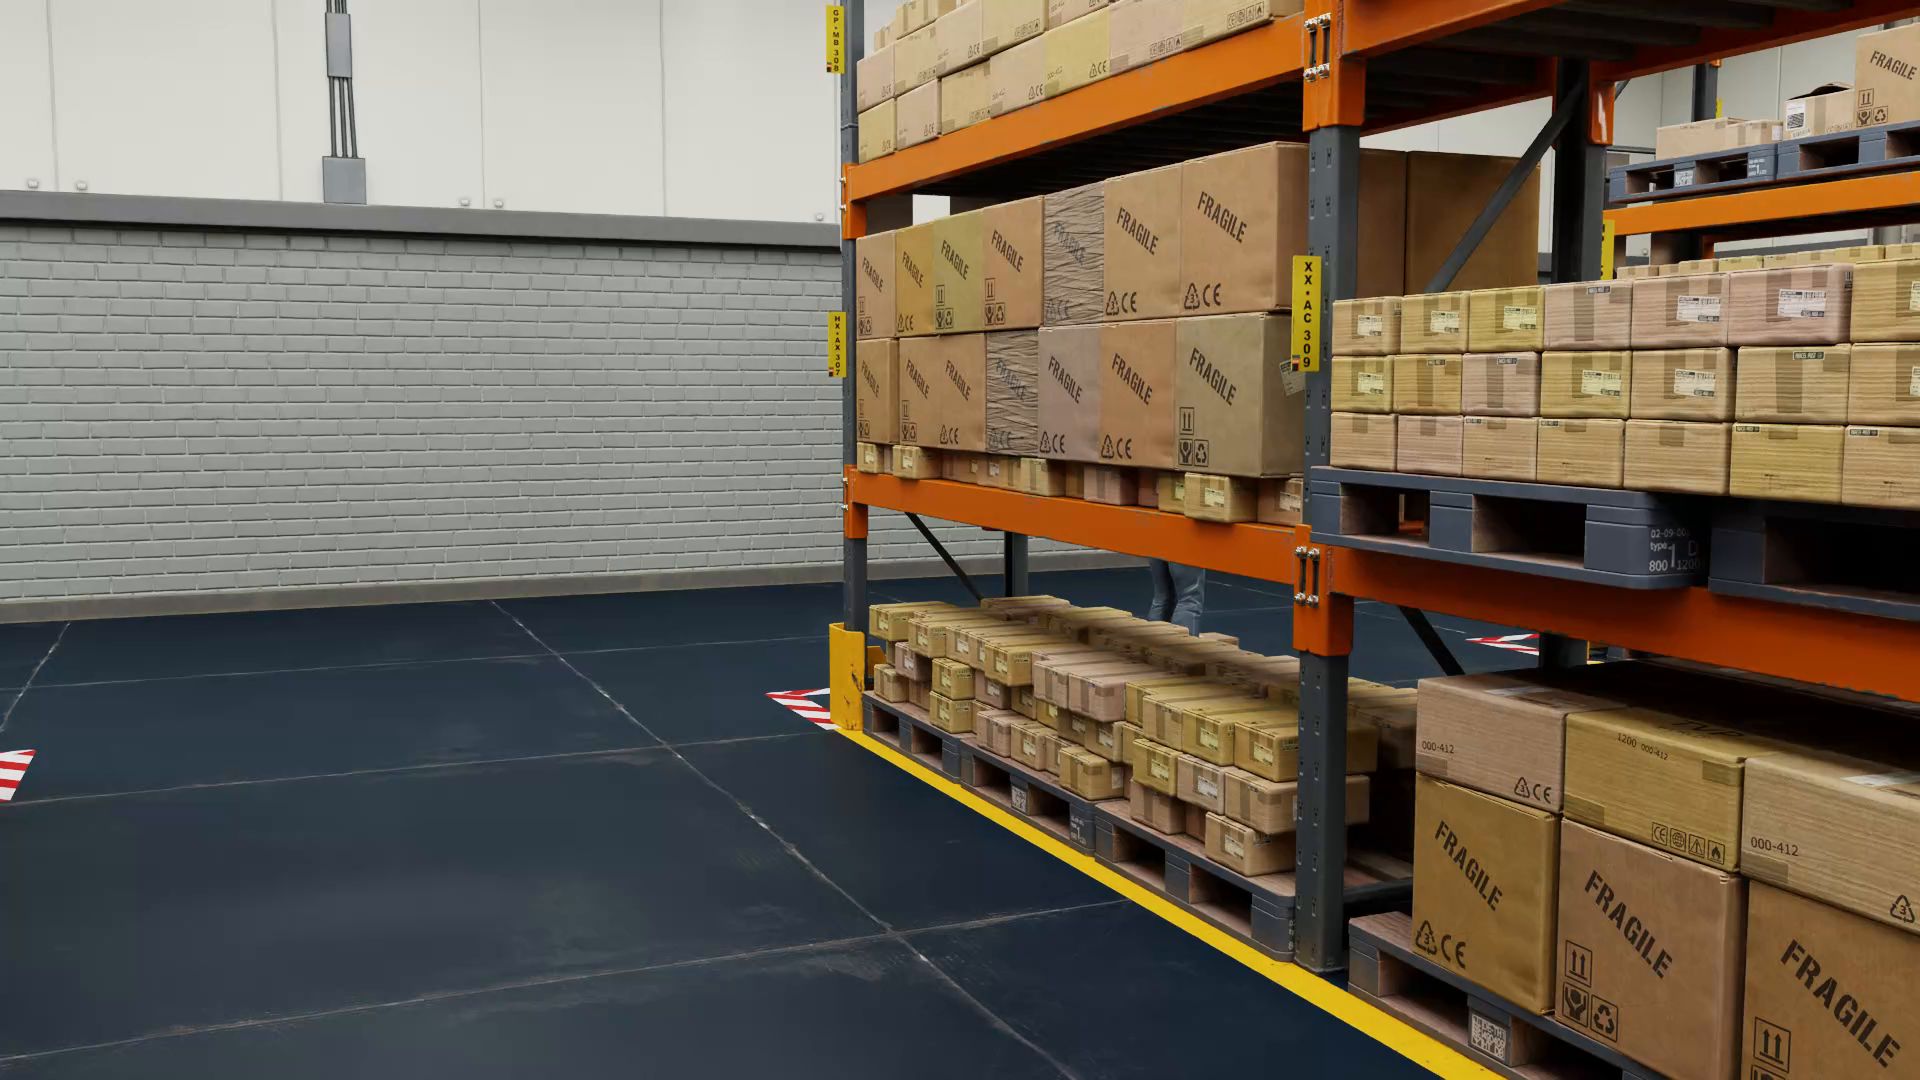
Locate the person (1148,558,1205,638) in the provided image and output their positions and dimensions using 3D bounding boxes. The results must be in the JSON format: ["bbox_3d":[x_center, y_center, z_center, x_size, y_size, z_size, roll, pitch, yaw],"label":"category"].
[{"bbox_3d":[1.260,-0.046,9.669,0.461,1.759,0.632,-3,6,-27],"label":"person"}]
